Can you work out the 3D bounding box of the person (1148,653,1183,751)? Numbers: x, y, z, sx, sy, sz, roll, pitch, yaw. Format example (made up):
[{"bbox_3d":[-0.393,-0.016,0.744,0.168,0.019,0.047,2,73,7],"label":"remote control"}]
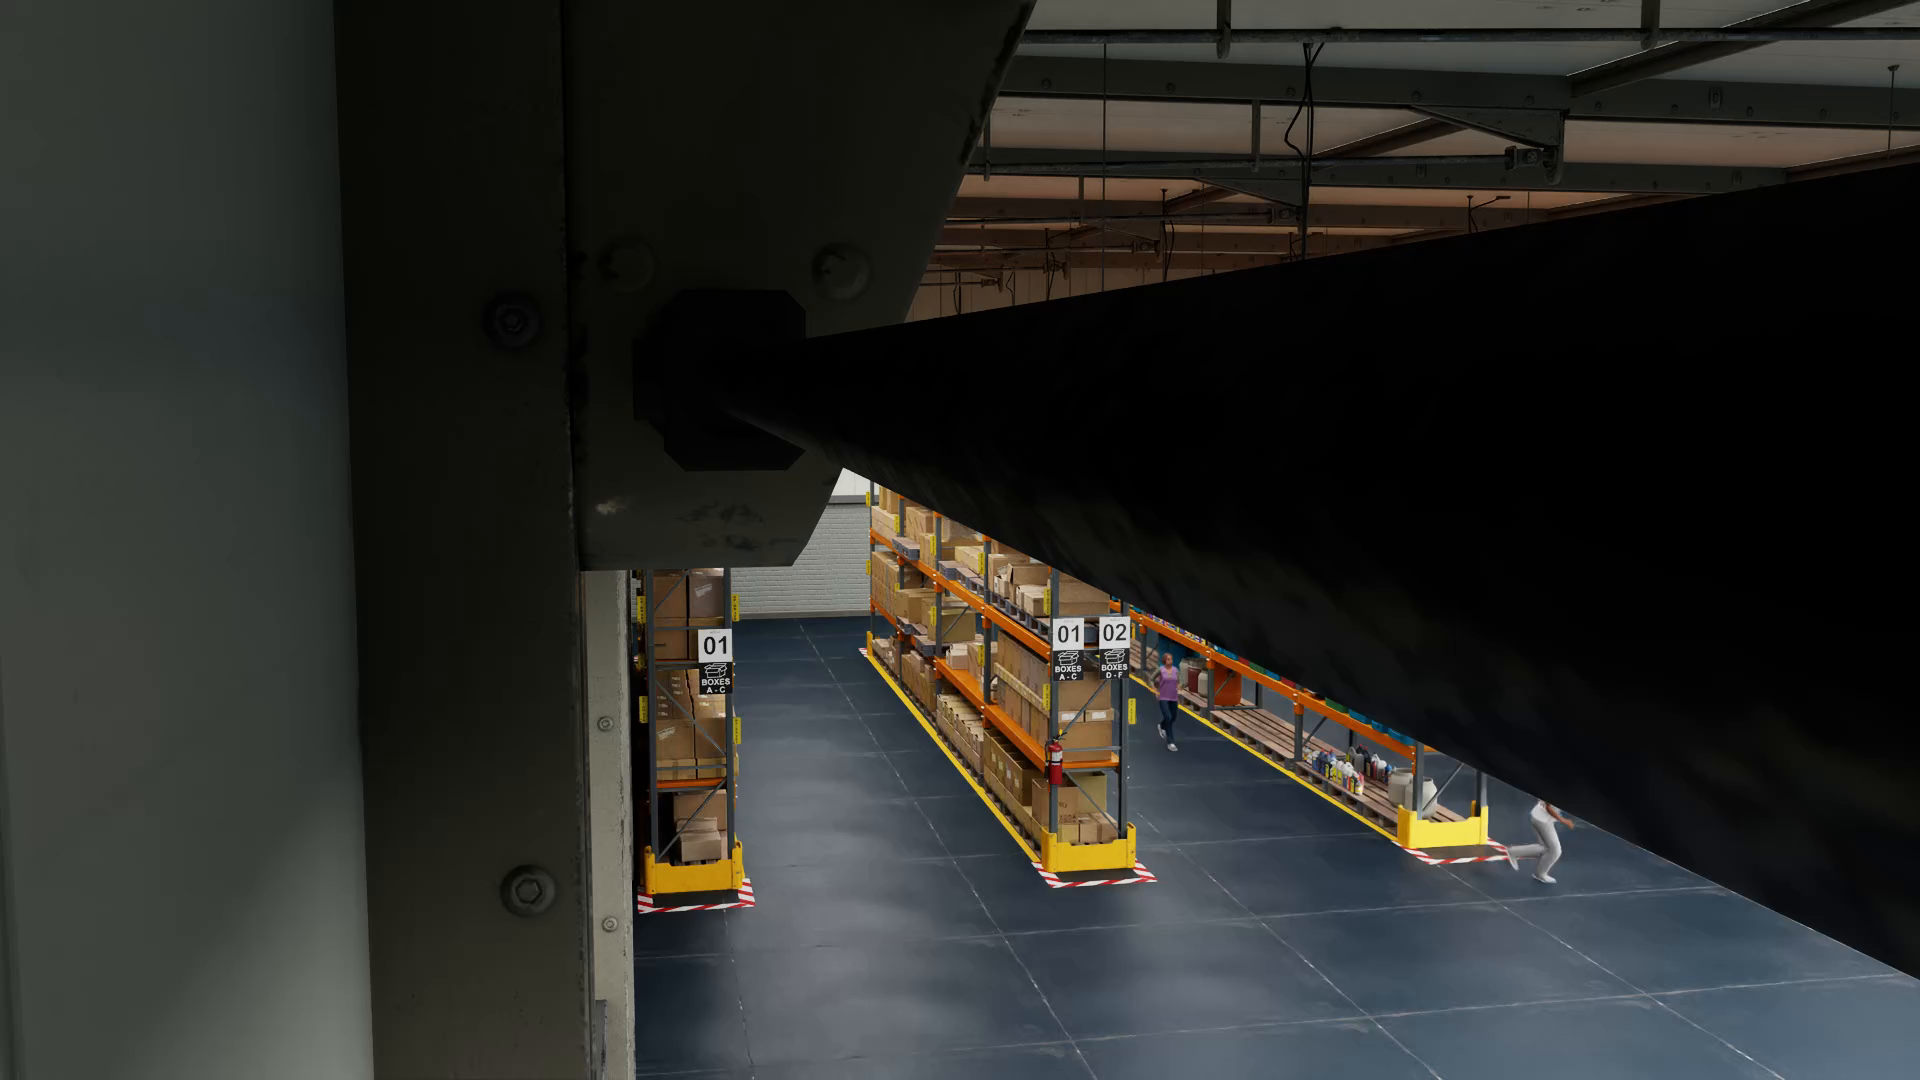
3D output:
[{"bbox_3d":[3.437,2.652,27.608,0.545,1.575,0.864,-2,6,-17],"label":"person"}]

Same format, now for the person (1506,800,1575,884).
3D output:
[{"bbox_3d":[7.192,3.471,20.437,0.864,1.520,0.583,3,7,29],"label":"person"}]
